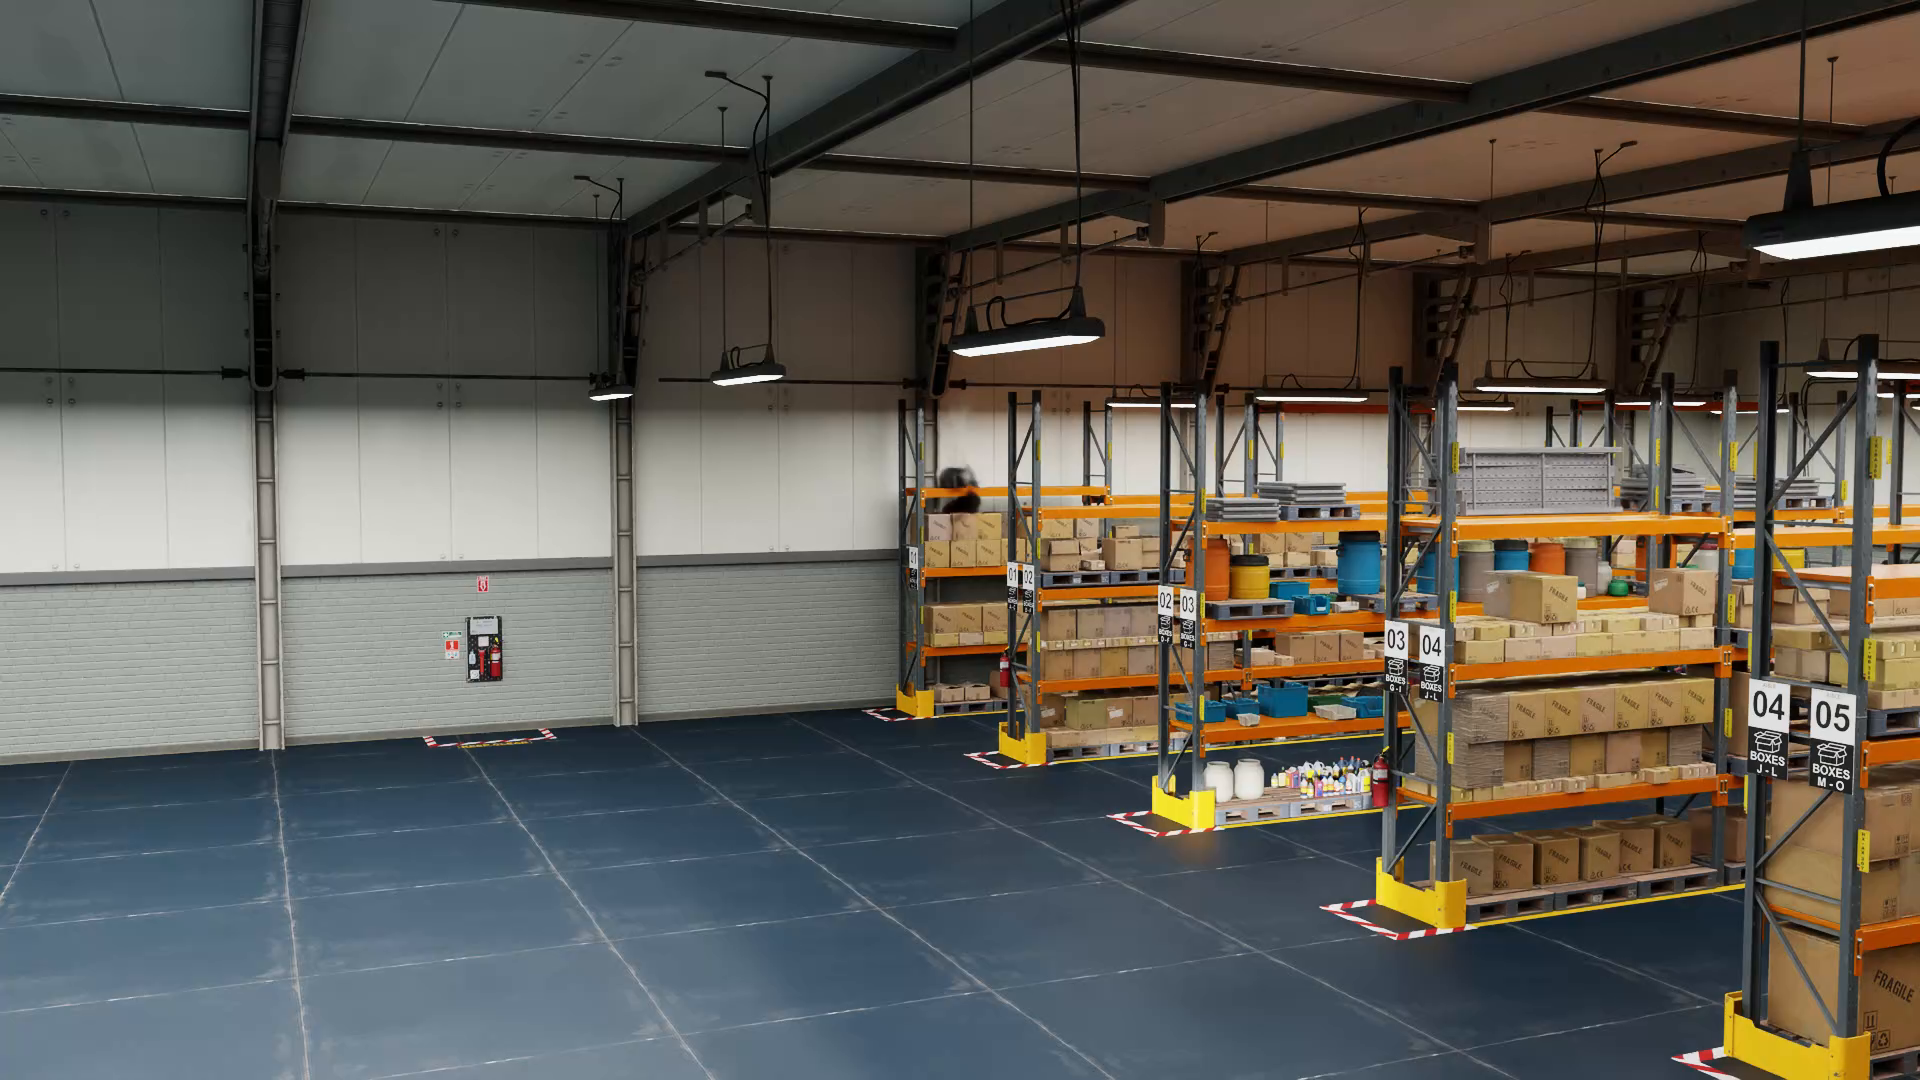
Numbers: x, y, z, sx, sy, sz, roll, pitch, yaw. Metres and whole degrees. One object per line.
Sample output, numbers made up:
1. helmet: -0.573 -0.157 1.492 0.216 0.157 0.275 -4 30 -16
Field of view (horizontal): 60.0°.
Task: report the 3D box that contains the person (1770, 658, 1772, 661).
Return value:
1. person: 15.515 2.497 31.442 0.736 1.689 0.657 -3 4 -41
